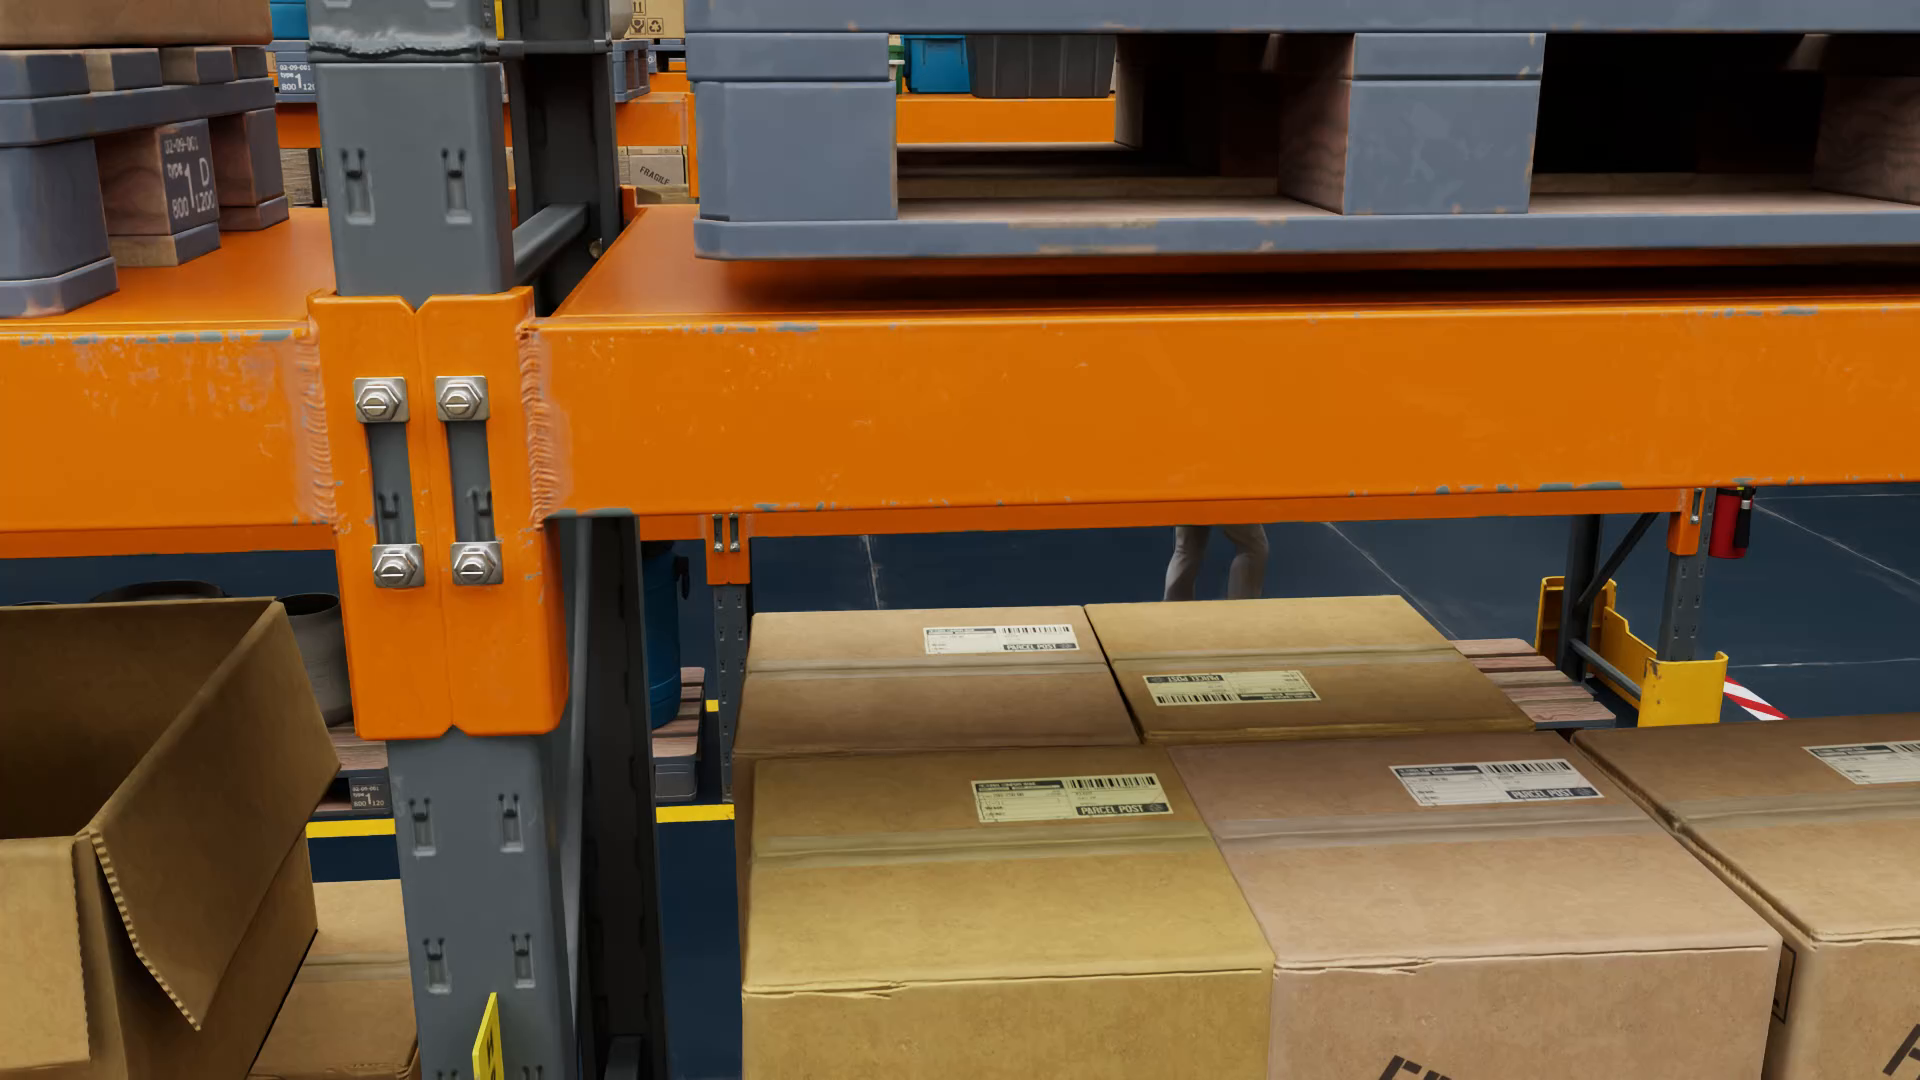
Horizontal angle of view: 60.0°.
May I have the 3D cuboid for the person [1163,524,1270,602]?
[{"bbox_3d":[1.269,-0.235,8.358,0.587,1.723,0.455,-9,19,-26],"label":"person"}]
